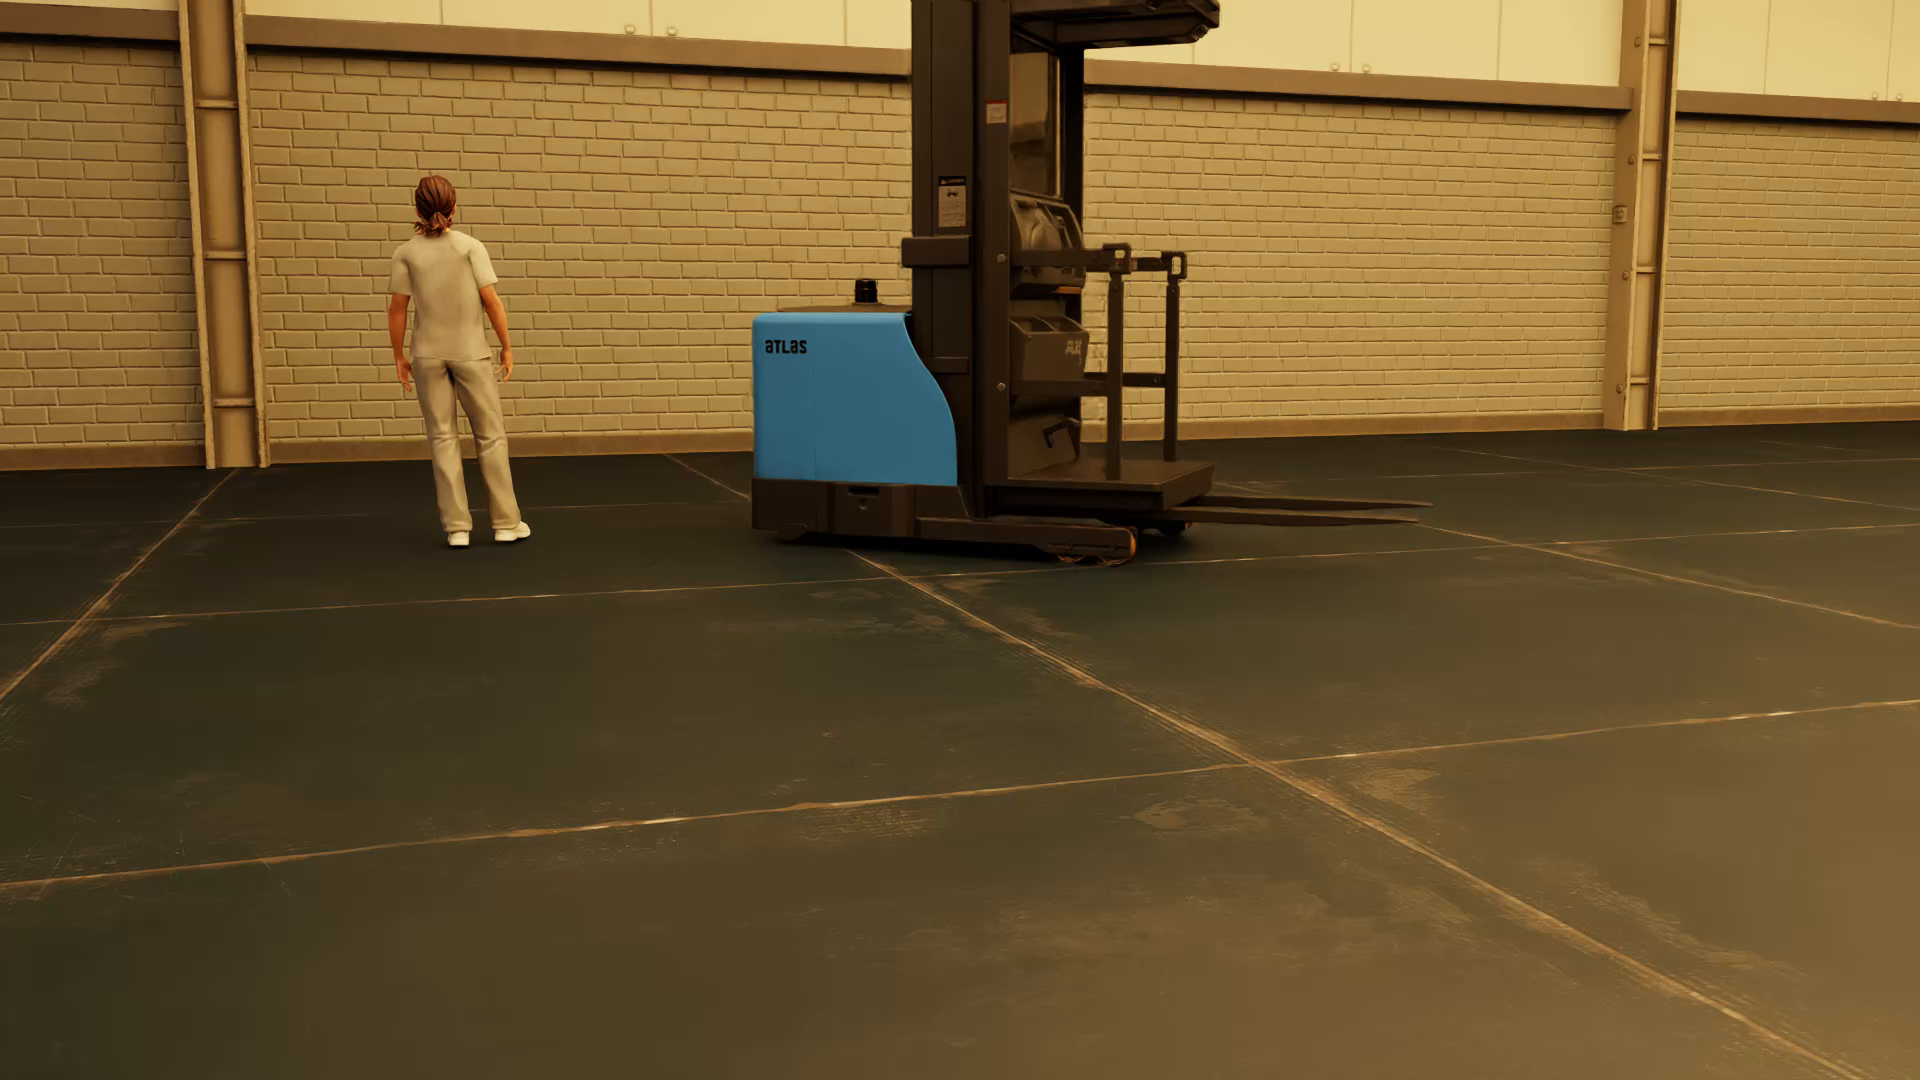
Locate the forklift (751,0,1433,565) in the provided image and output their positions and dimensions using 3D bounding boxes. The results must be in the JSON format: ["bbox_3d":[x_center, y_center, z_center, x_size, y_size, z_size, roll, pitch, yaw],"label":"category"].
[{"bbox_3d":[0.589,-1.424,7.521,3.031,2.935,1.130,3,8,21],"label":"forklift"}]

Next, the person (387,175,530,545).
[{"bbox_3d":[-2.312,-0.814,7.635,0.548,1.673,0.549,-1,8,-6],"label":"person"}]
